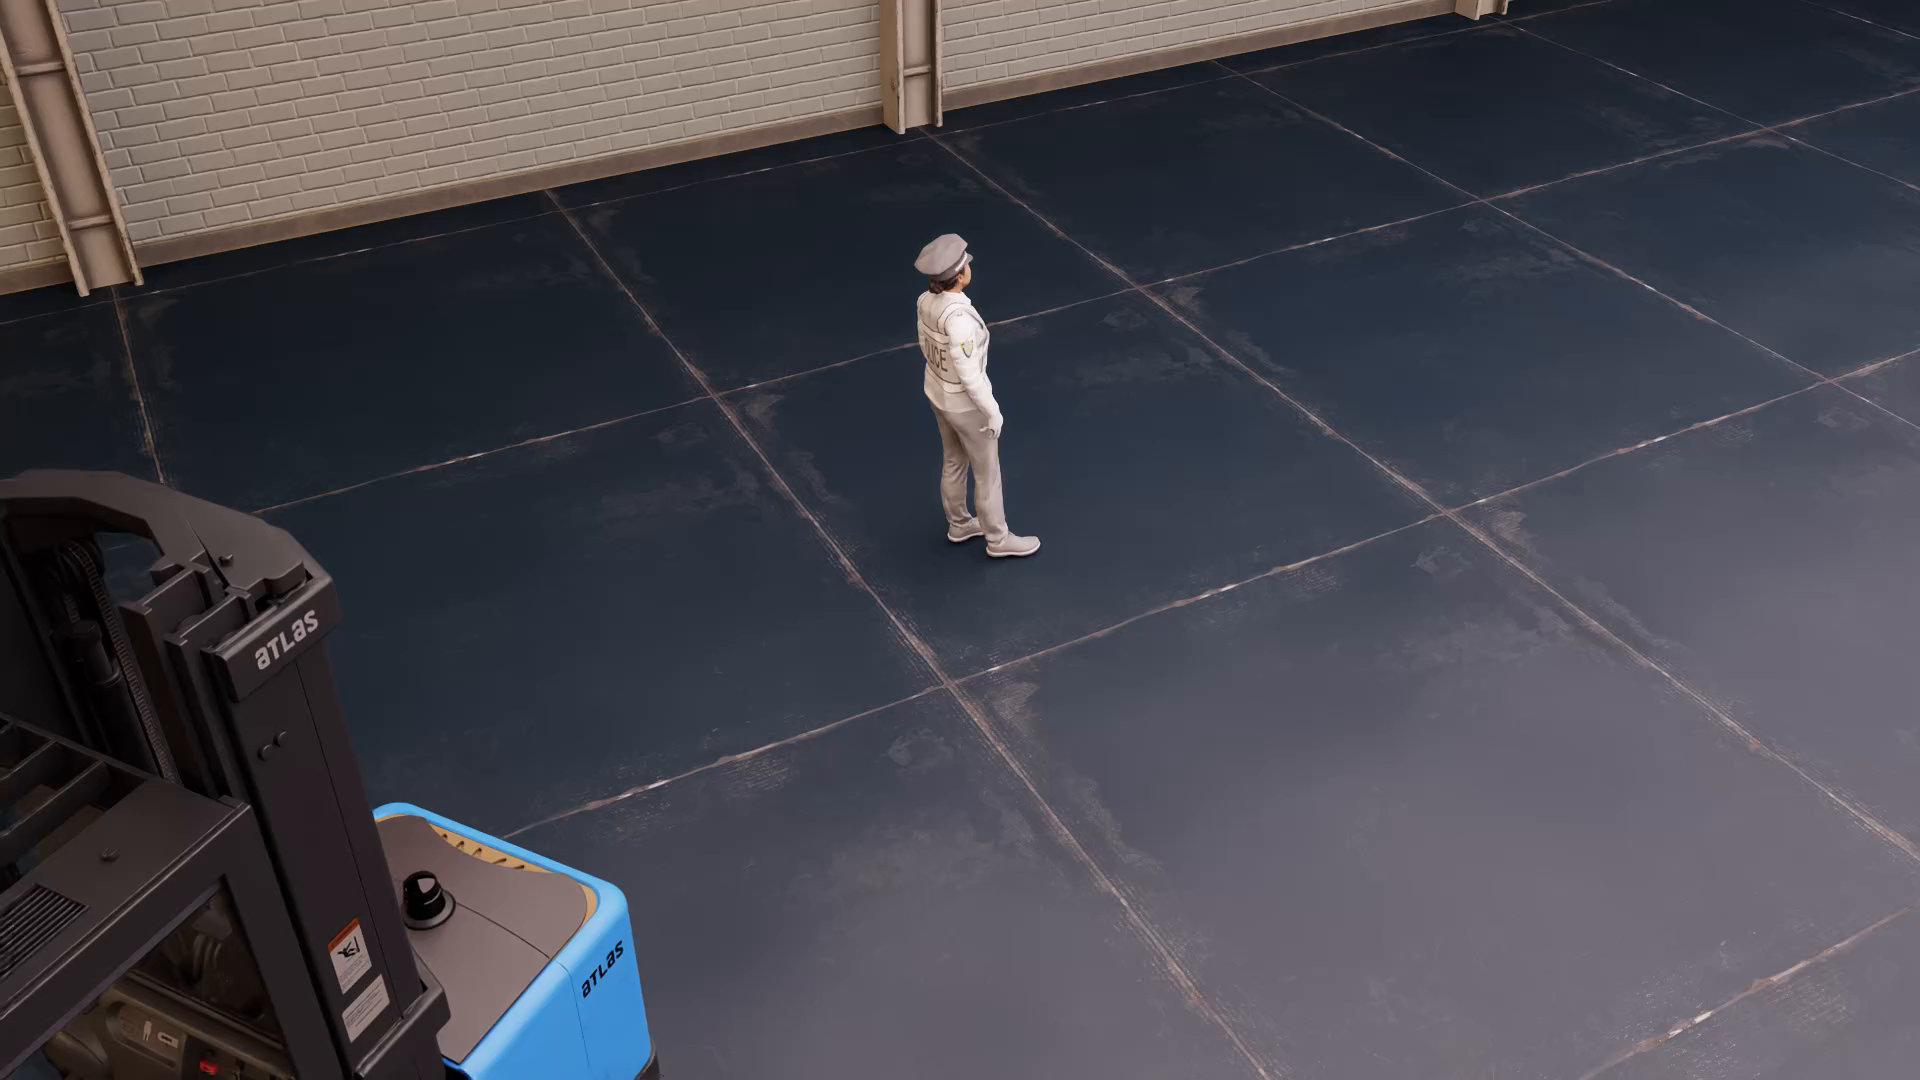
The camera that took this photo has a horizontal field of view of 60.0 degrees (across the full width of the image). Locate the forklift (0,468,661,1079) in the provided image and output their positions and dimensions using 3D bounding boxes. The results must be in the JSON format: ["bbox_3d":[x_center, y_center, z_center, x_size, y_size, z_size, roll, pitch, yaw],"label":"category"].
[{"bbox_3d":[-2.134,1.426,4.105,1.130,2.935,3.031,16,38,21],"label":"forklift"}]

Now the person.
[{"bbox_3d":[0.064,-0.713,8.190,0.530,1.694,0.586,-17,39,-23],"label":"person"}]
